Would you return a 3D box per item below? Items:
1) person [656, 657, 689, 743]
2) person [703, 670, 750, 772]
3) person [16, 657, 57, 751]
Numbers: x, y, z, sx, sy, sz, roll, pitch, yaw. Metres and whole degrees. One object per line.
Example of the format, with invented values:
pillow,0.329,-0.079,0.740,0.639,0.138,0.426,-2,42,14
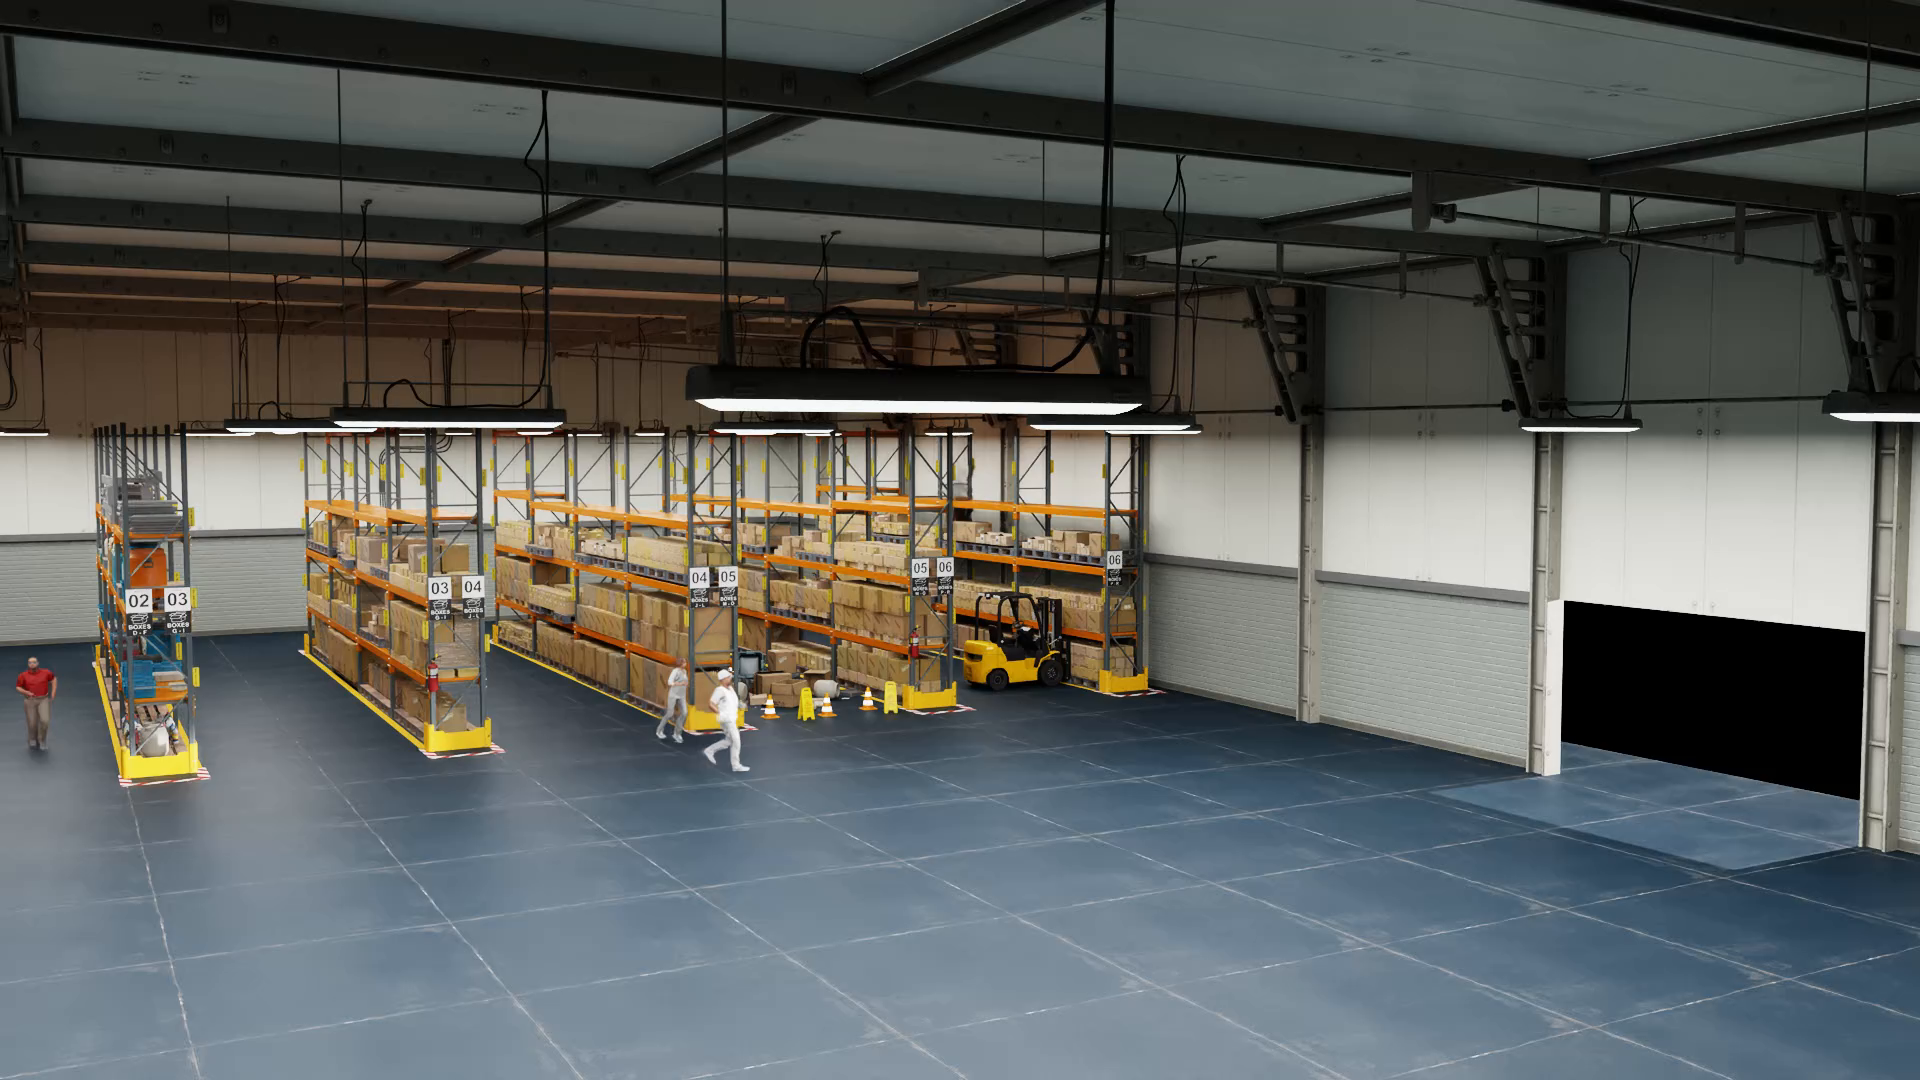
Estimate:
person,-5.388,3.019,31.670,0.672,1.604,0.561,3,4,36
person,-4.039,3.111,28.633,0.872,1.756,0.686,1,4,11
person,-17.035,3.033,30.693,0.671,1.754,0.737,-2,4,-31
